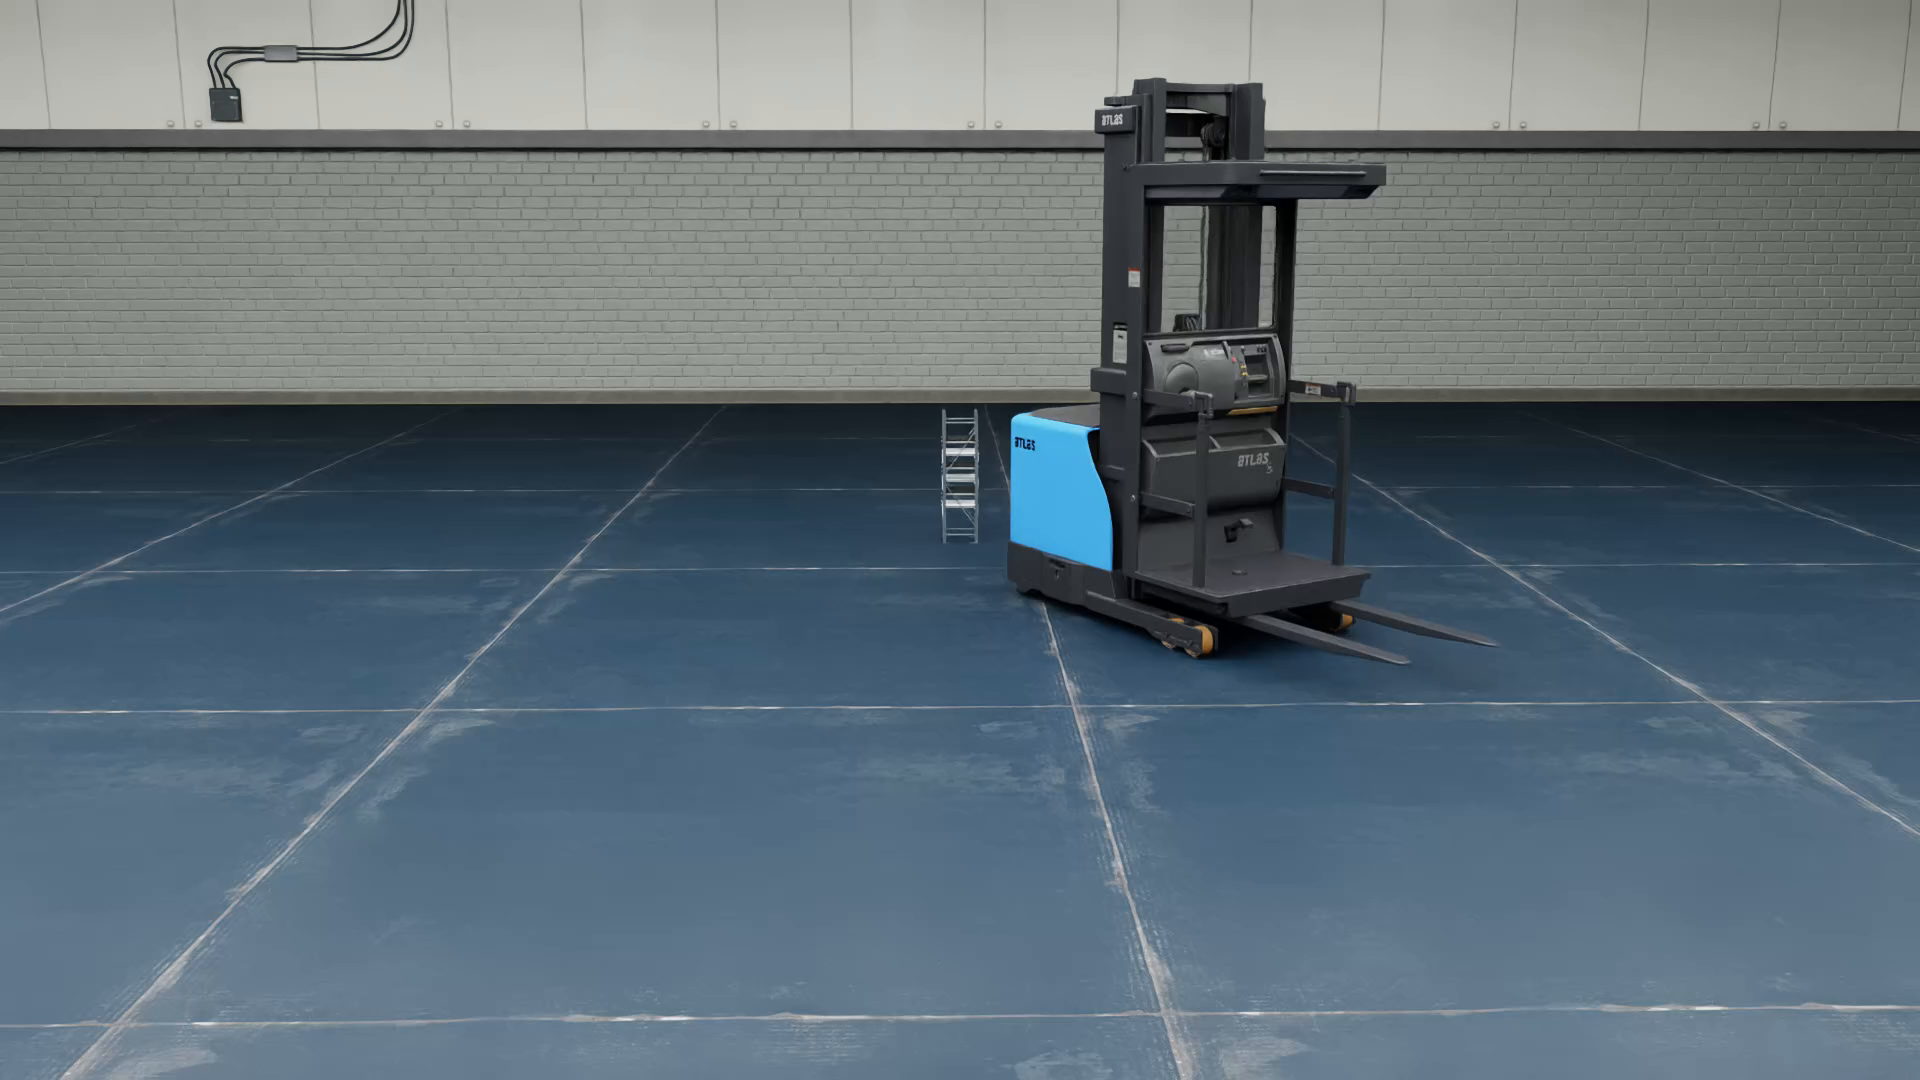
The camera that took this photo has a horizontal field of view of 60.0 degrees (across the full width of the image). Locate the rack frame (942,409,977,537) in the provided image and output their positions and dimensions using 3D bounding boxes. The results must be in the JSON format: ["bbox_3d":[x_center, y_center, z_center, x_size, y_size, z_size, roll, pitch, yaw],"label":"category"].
[{"bbox_3d":[-0.002,-0.460,11.561,0.240,0.900,0.006,0,11,-1],"label":"rack frame"}]

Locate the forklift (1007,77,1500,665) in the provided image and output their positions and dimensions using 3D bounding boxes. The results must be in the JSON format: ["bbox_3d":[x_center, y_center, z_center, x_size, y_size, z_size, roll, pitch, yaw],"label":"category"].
[{"bbox_3d":[1.501,-0.938,8.810,1.130,2.935,3.031,-7,14,-32],"label":"forklift"}]

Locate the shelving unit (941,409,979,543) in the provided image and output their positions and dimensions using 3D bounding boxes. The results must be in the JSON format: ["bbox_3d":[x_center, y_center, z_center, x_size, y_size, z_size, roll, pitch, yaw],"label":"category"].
[{"bbox_3d":[0.000,-0.439,11.462,0.258,0.900,0.210,0,11,-1],"label":"shelving unit"}]

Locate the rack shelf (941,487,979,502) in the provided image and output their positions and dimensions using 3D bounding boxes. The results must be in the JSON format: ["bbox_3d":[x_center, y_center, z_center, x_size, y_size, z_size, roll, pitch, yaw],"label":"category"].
[{"bbox_3d":[0.000,-0.319,11.486,0.258,0.077,0.200,0,11,-1],"label":"rack shelf"}]

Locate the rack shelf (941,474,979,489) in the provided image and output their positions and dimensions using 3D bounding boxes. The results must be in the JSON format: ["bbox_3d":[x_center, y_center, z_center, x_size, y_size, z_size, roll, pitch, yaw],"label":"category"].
[{"bbox_3d":[0.000,-0.407,11.468,0.258,0.077,0.200,0,11,-1],"label":"rack shelf"}]

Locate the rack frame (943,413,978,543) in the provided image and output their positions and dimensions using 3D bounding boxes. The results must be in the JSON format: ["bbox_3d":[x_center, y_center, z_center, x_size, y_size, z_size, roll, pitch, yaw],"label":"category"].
[{"bbox_3d":[0.002,-0.419,11.362,0.240,0.900,0.006,0,11,-1],"label":"rack frame"}]

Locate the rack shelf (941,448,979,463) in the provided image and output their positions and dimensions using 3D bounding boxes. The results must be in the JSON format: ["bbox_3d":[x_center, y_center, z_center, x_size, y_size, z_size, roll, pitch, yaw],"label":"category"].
[{"bbox_3d":[0.000,-0.583,11.433,0.258,0.077,0.200,0,11,-1],"label":"rack shelf"}]

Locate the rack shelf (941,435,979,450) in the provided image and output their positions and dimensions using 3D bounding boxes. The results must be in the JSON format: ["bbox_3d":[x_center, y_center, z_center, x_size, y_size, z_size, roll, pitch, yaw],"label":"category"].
[{"bbox_3d":[0.000,-0.671,11.415,0.258,0.077,0.200,0,11,-1],"label":"rack shelf"}]

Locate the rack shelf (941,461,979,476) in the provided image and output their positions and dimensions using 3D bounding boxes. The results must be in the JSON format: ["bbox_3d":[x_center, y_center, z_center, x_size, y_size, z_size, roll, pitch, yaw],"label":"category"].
[{"bbox_3d":[0.000,-0.495,11.450,0.258,0.077,0.200,0,11,-1],"label":"rack shelf"}]

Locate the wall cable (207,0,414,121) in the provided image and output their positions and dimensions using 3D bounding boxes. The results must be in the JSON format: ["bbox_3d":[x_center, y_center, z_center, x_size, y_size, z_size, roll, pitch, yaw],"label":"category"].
[{"bbox_3d":[-7.215,-7.644,18.050,2.305,6.003,0.169,0,11,-1],"label":"wall cable"}]

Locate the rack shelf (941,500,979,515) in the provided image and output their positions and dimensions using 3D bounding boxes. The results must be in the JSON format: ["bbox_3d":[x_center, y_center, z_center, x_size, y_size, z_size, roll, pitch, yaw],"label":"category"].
[{"bbox_3d":[0.000,-0.230,11.504,0.258,0.077,0.200,0,11,-1],"label":"rack shelf"}]
